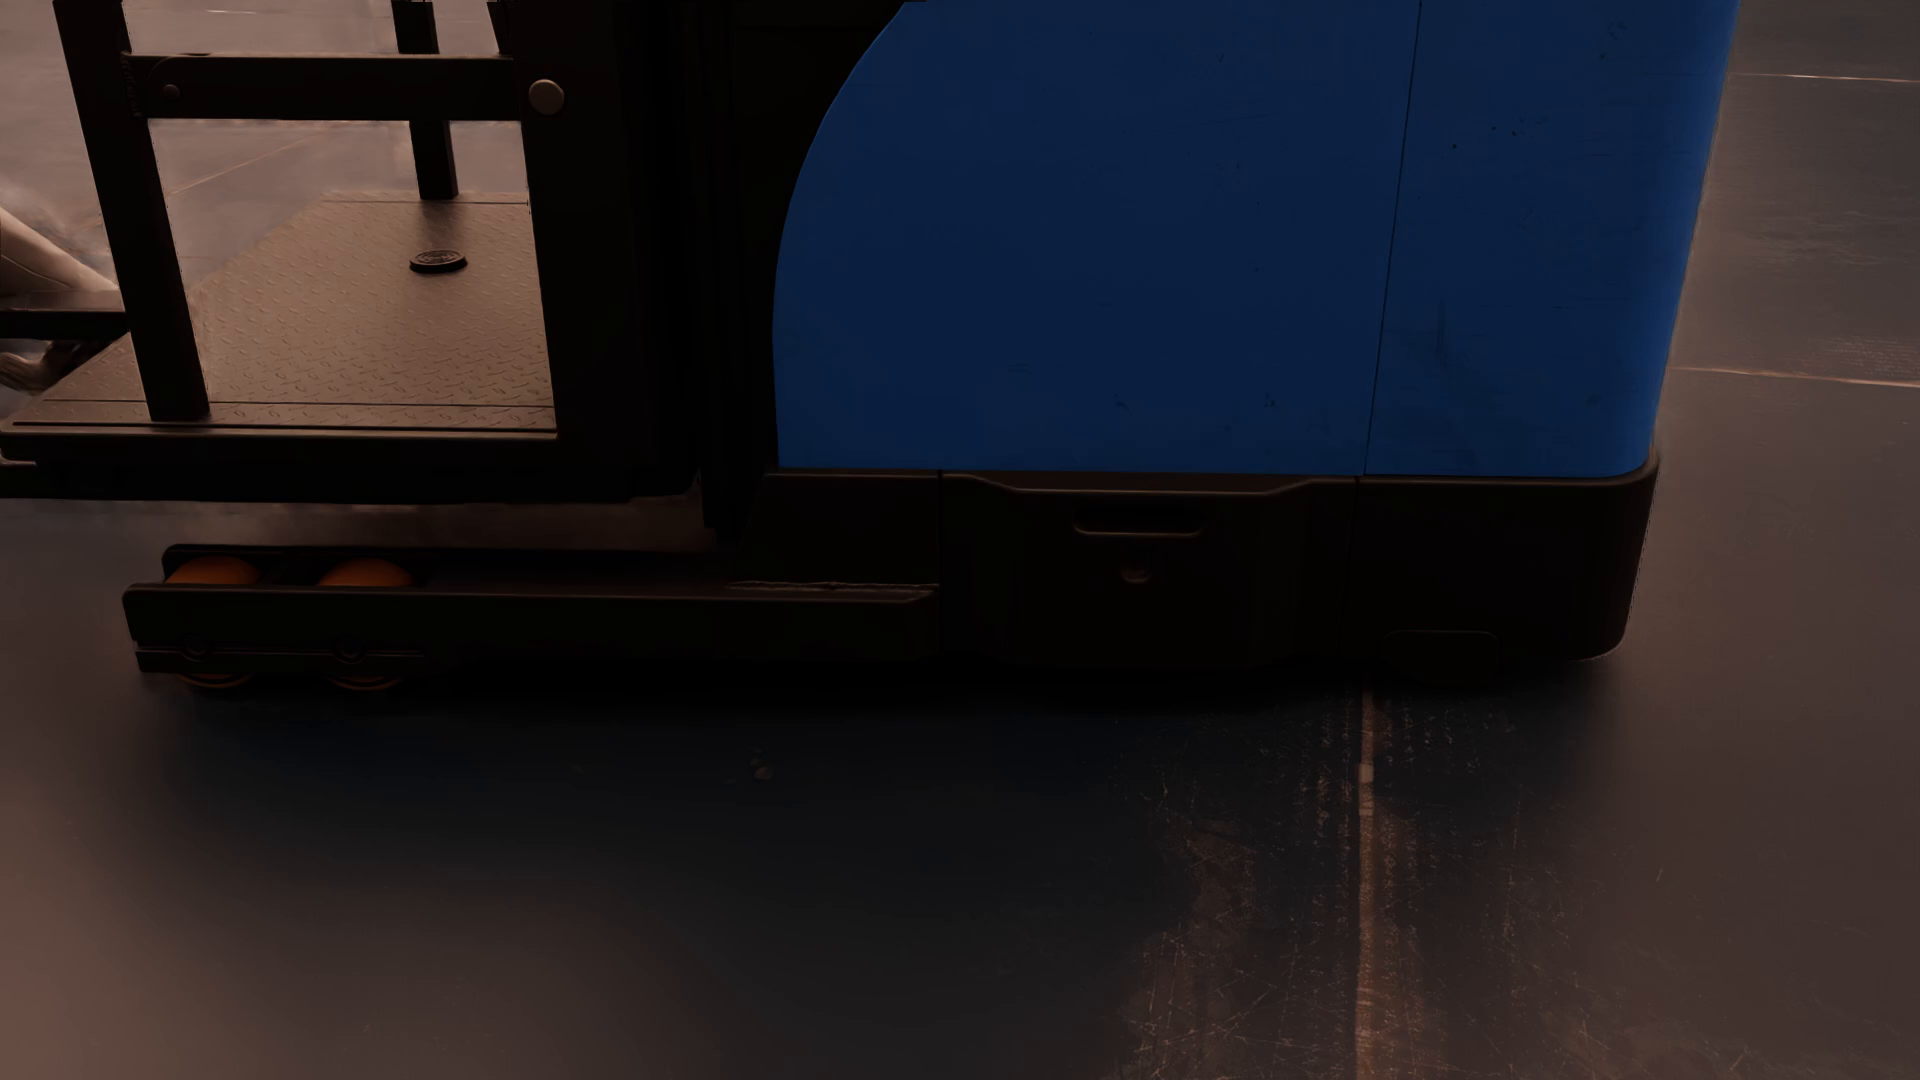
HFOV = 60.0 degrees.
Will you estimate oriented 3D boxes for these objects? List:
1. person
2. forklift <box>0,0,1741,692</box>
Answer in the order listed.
[{"bbox_3d":[-1.908,-1.045,2.858,0.813,1.492,0.871,-8,28,-15],"label":"person"},{"bbox_3d":[-0.651,-1.353,1.928,3.031,2.935,1.130,1,27,2],"label":"forklift"}]
